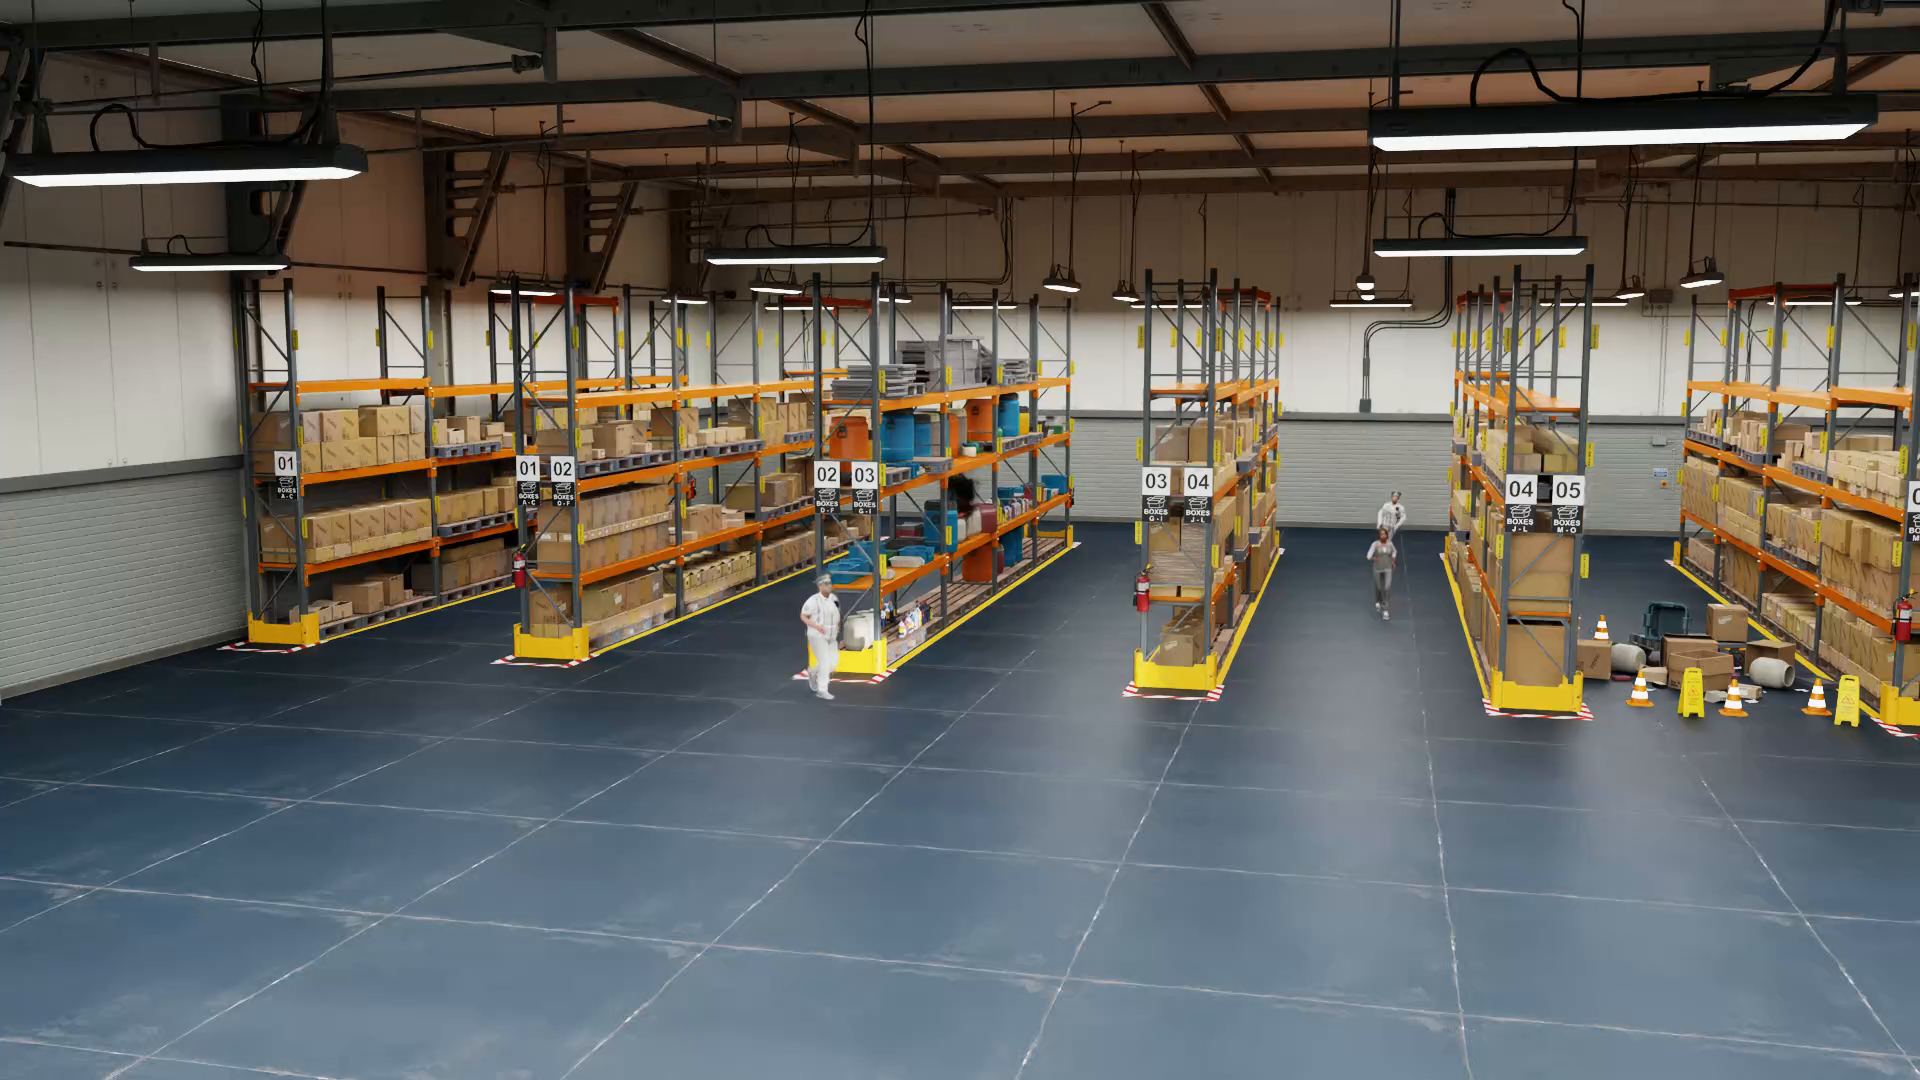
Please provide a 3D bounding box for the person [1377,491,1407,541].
[{"bbox_3d":[9.743,-0.307,37.600,0.622,1.620,0.460,3,7,24],"label":"person"}]

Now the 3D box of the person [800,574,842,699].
[{"bbox_3d":[-1.952,1.348,23.536,0.679,1.762,0.657,-7,10,-44],"label":"person"}]

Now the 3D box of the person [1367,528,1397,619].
[{"bbox_3d":[7.644,0.579,30.143,0.539,1.602,0.872,1,7,9],"label":"person"}]
